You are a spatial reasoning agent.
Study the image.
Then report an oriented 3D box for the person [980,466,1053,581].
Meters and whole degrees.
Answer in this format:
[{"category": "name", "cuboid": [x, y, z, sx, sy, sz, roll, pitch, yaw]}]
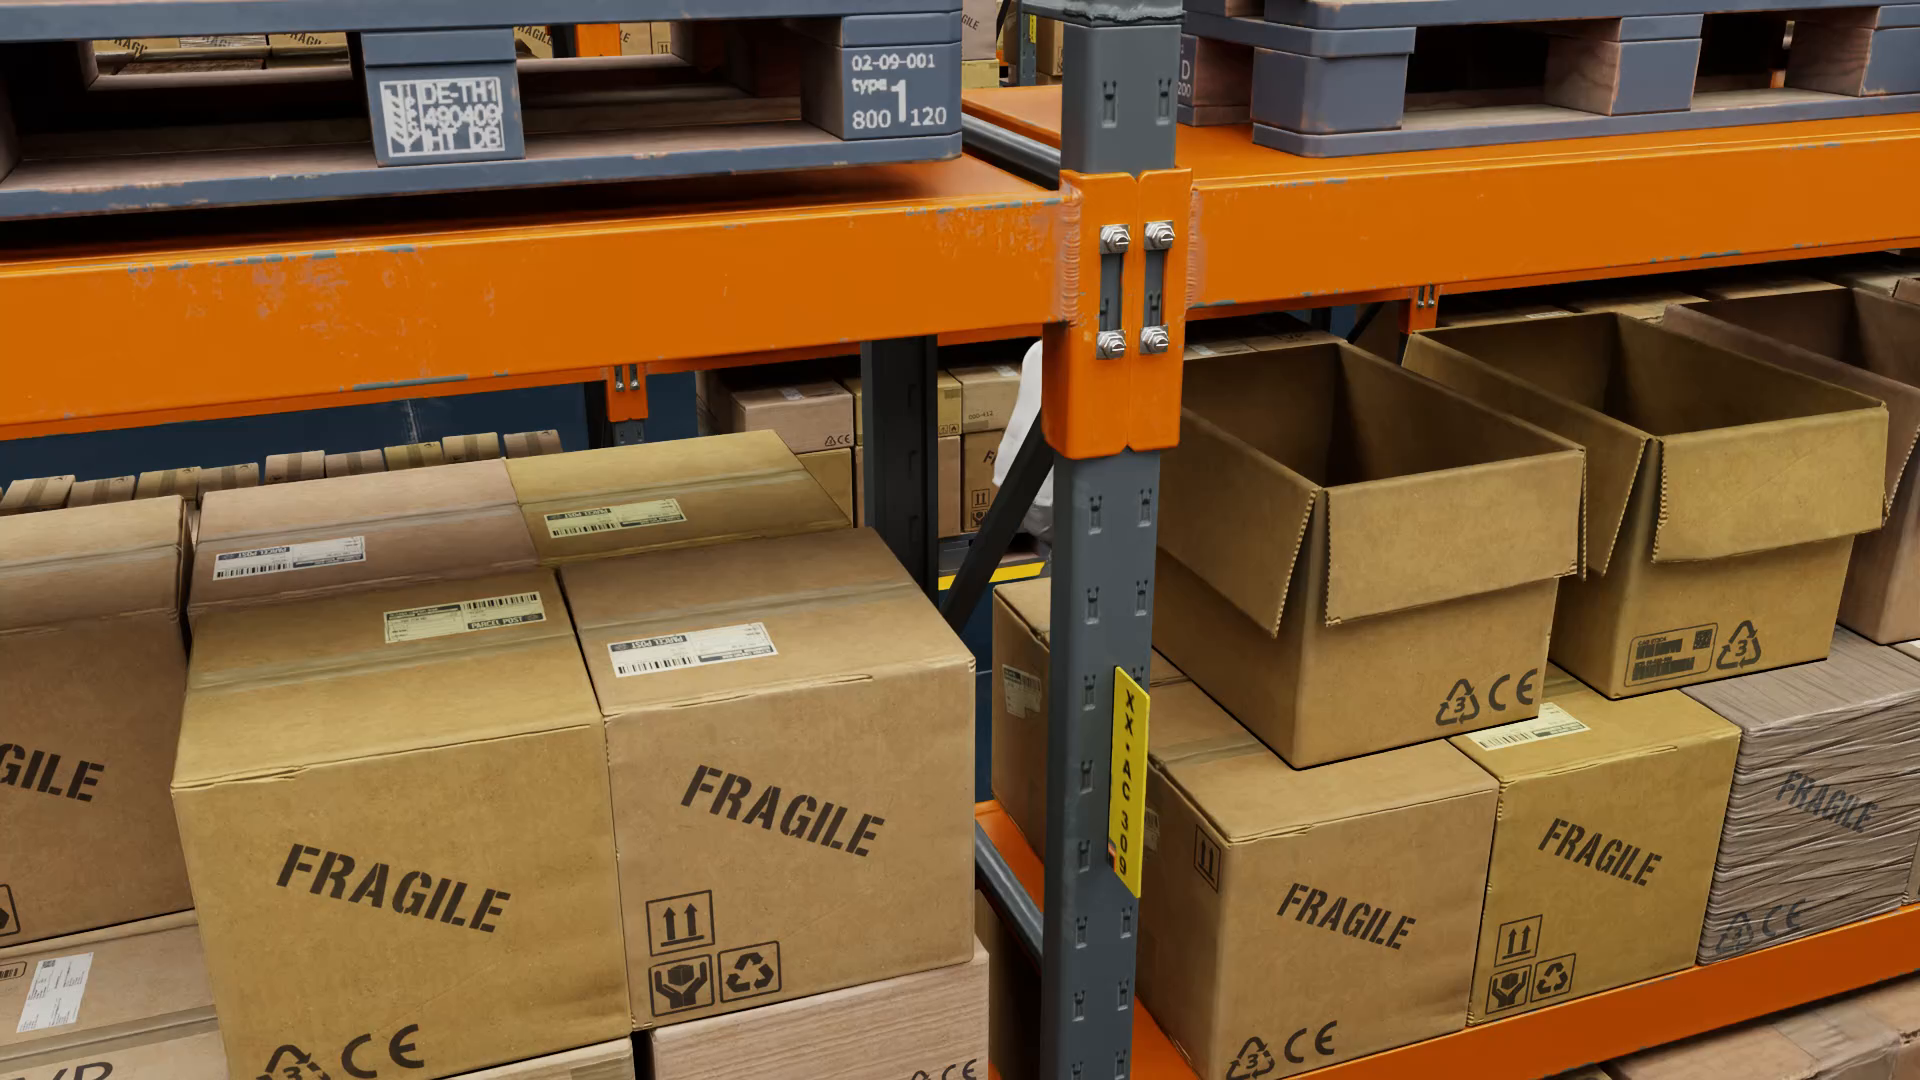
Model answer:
[{"category": "person", "cuboid": [0.507, -0.044, 6.945, 0.860, 1.182, 0.568, -8, 24, -19]}]
